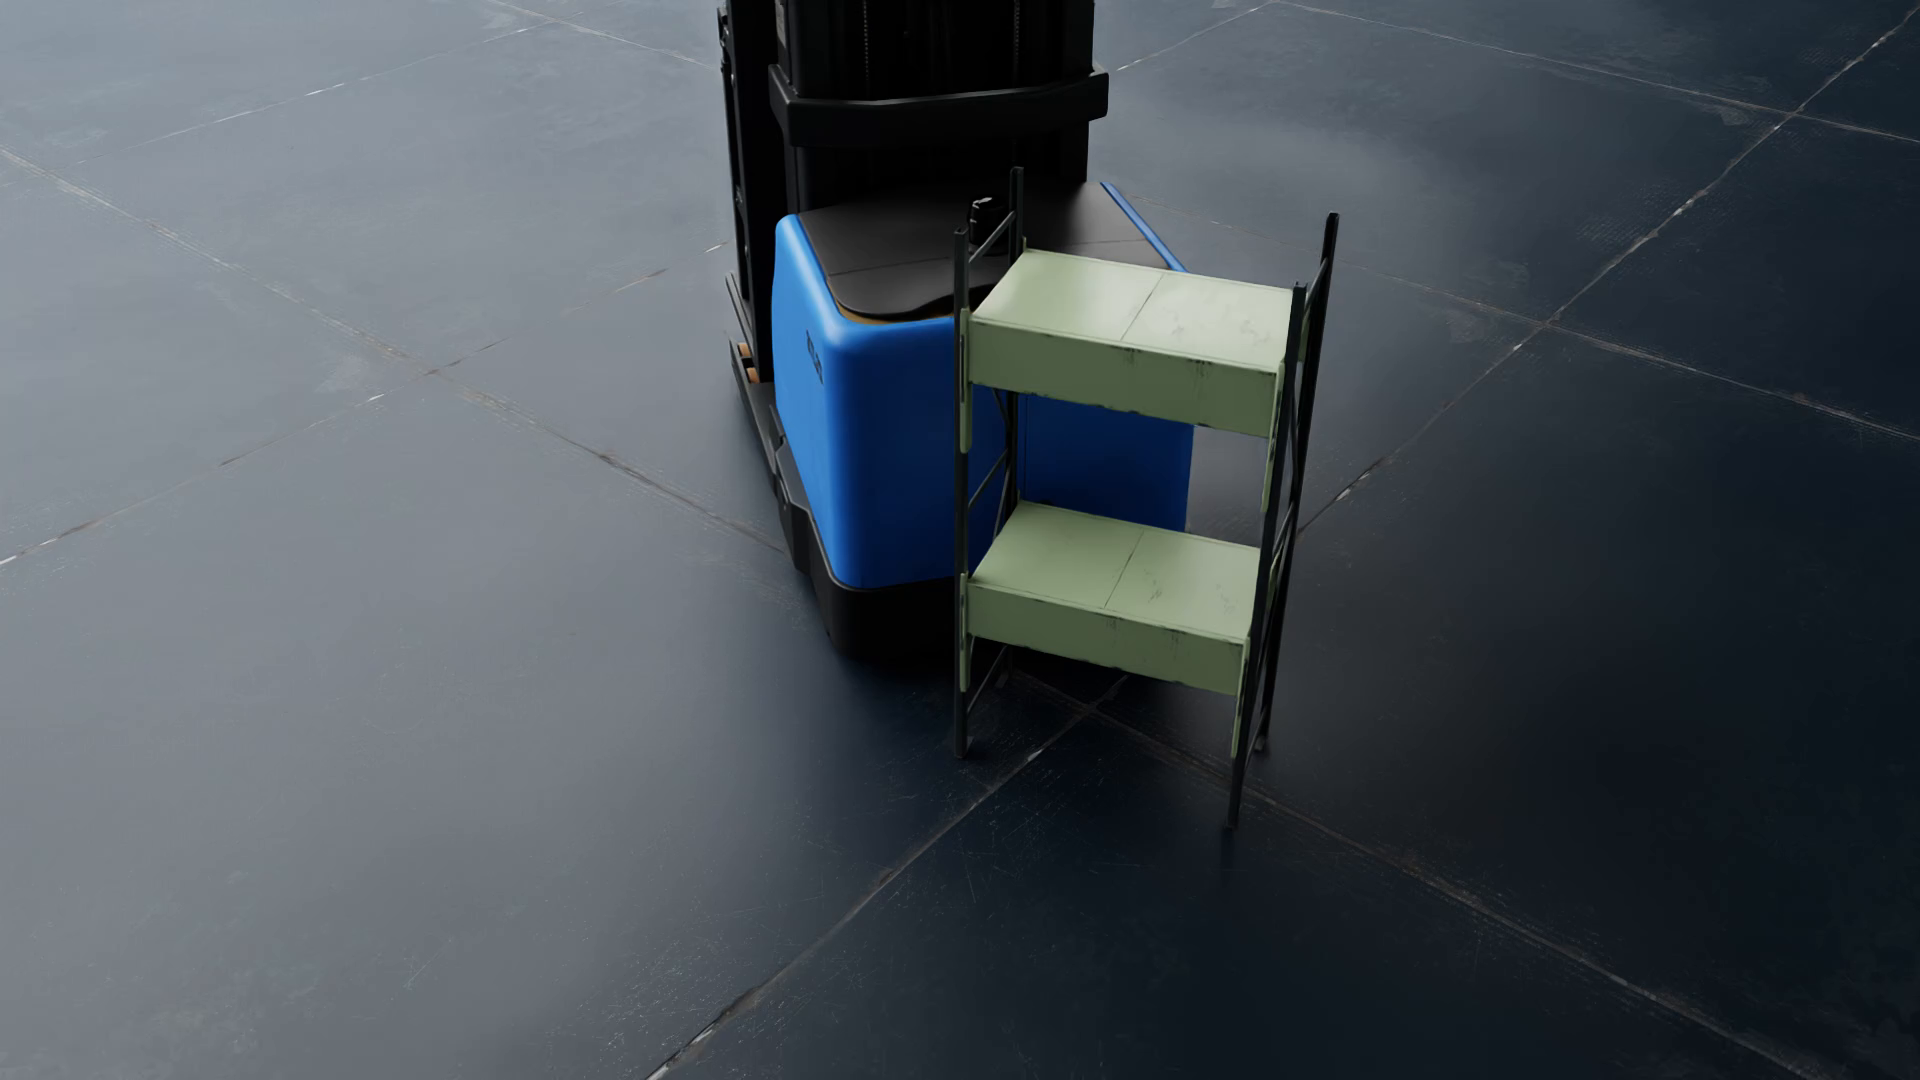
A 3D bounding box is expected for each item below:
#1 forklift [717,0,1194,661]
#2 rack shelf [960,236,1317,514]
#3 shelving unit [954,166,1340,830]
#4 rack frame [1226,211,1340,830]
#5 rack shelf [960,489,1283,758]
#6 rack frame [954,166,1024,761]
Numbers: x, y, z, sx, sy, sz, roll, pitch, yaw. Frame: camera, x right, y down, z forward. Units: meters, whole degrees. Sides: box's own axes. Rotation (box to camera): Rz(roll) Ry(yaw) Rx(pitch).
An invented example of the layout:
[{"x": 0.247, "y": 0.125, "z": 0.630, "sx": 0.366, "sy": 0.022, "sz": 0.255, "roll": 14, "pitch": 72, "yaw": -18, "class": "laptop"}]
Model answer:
[{"x": -0.208, "y": -1.702, "z": 5.140, "sx": 1.130, "sy": 2.935, "sz": 3.031, "roll": -8, "pitch": 35, "yaw": -12, "class": "forklift"}, {"x": 0.409, "y": -0.391, "z": 3.805, "sx": 0.720, "sy": 0.370, "sz": 0.431, "roll": 12, "pitch": 36, "yaw": 17, "class": "rack shelf"}, {"x": 0.409, "y": -0.069, "z": 4.026, "sx": 0.755, "sy": 1.500, "sz": 0.431, "roll": 12, "pitch": 36, "yaw": 17, "class": "shelving unit"}, {"x": 0.752, "y": 0.004, "z": 3.919, "sx": 0.023, "sy": 1.500, "sz": 0.400, "roll": 12, "pitch": 36, "yaw": 17, "class": "rack frame"}, {"x": 0.409, "y": 0.200, "z": 4.210, "sx": 0.720, "sy": 0.370, "sz": 0.431, "roll": 12, "pitch": 36, "yaw": 17, "class": "rack shelf"}, {"x": 0.067, "y": -0.143, "z": 4.133, "sx": 0.023, "sy": 1.500, "sz": 0.400, "roll": 12, "pitch": 36, "yaw": 17, "class": "rack frame"}]
